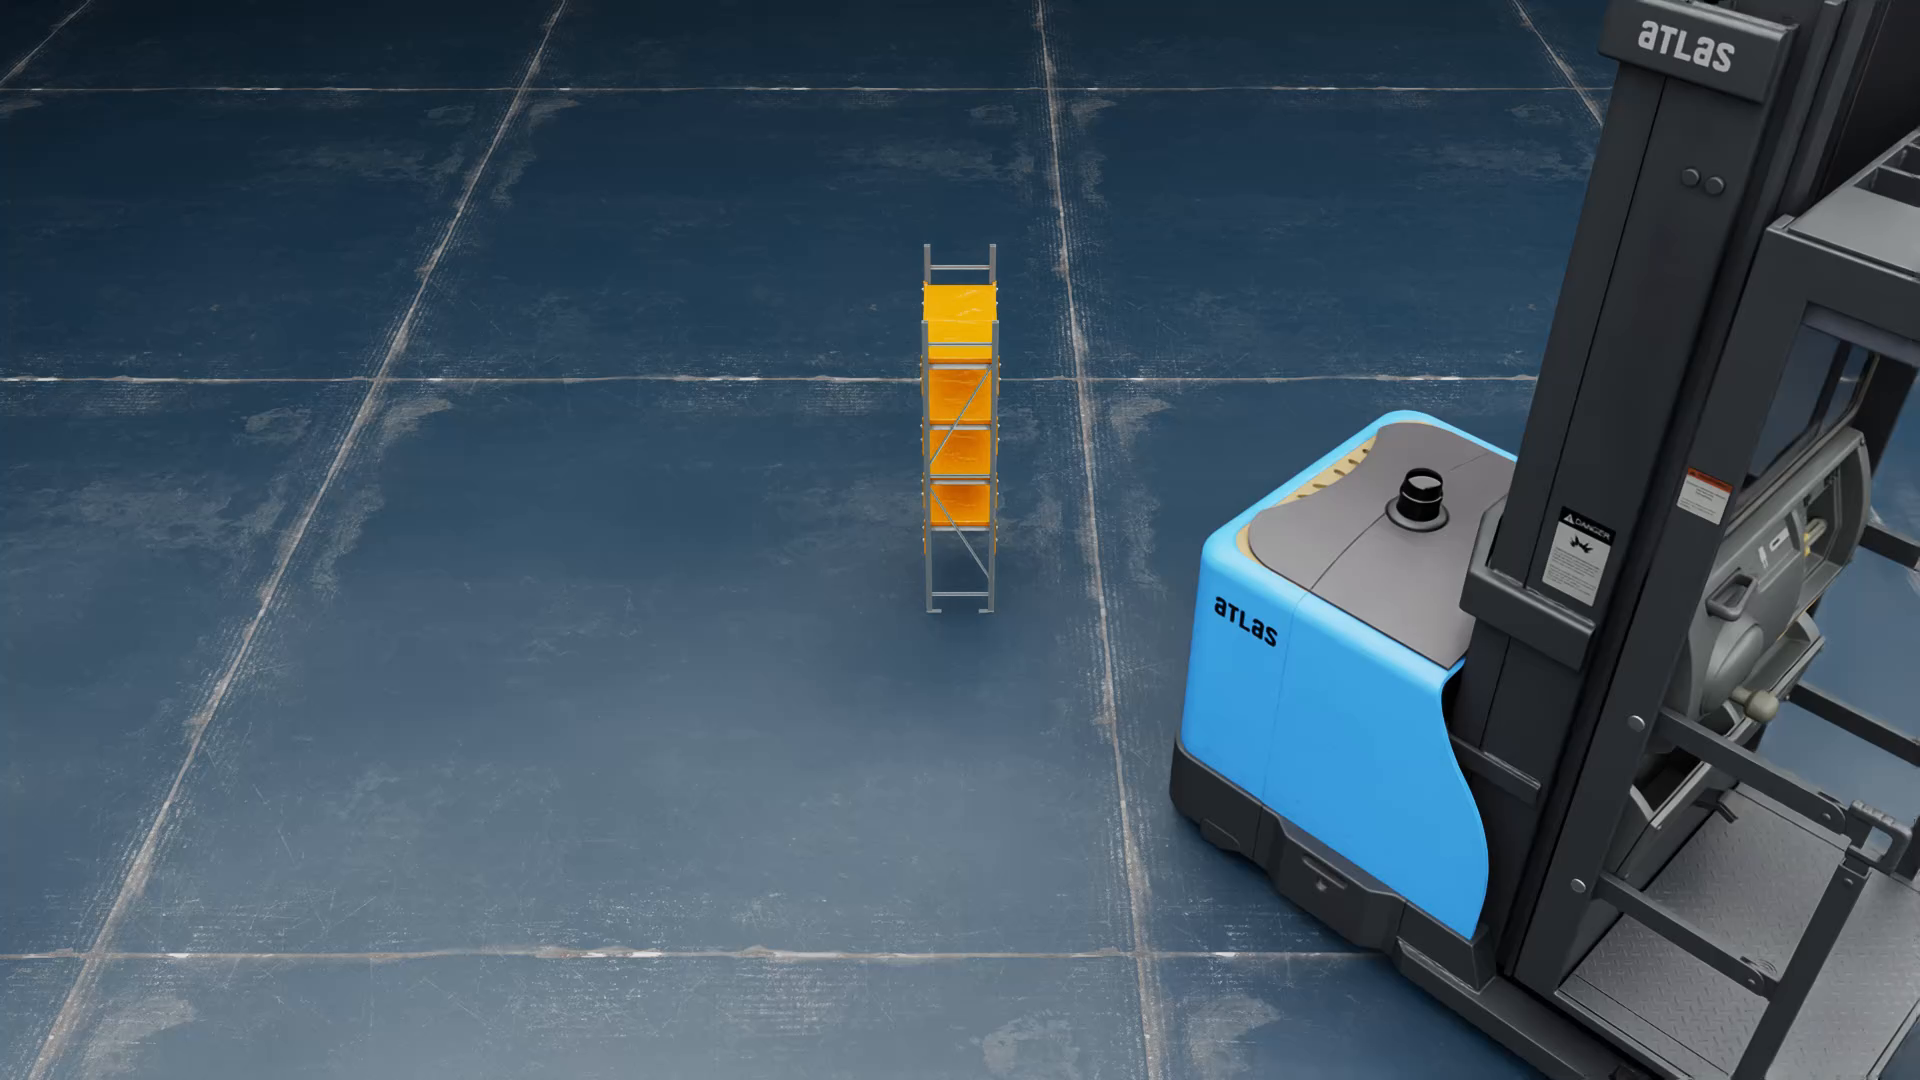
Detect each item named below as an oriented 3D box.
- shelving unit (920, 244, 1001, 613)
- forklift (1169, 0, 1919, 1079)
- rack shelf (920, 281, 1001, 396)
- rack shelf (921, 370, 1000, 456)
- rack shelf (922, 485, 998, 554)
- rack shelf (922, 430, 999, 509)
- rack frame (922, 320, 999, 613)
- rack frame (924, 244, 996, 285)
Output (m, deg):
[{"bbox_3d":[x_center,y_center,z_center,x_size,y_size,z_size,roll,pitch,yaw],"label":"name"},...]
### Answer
[{"bbox_3d":[0.000,-0.365,5.746,0.258,1.200,0.503,0,39,0],"label":"shelving unit"},{"bbox_3d":[2.039,0.144,3.727,1.130,2.935,3.031,-32,48,-33],"label":"forklift"},{"bbox_3d":[0.000,-0.671,5.500,0.258,0.148,0.480,0,39,0],"label":"rack shelf"},{"bbox_3d":[0.000,-0.487,5.648,0.258,0.148,0.480,0,39,0],"label":"rack shelf"},{"bbox_3d":[0.000,-0.157,5.912,0.258,0.148,0.480,0,39,0],"label":"rack shelf"},{"bbox_3d":[0.000,-0.312,5.788,0.258,0.148,0.480,0,39,0],"label":"rack shelf"},{"bbox_3d":[0.000,-0.212,5.555,0.240,1.200,0.015,0,39,0],"label":"rack frame"},{"bbox_3d":[0.000,-0.517,5.936,0.240,1.200,0.015,0,39,0],"label":"rack frame"}]
